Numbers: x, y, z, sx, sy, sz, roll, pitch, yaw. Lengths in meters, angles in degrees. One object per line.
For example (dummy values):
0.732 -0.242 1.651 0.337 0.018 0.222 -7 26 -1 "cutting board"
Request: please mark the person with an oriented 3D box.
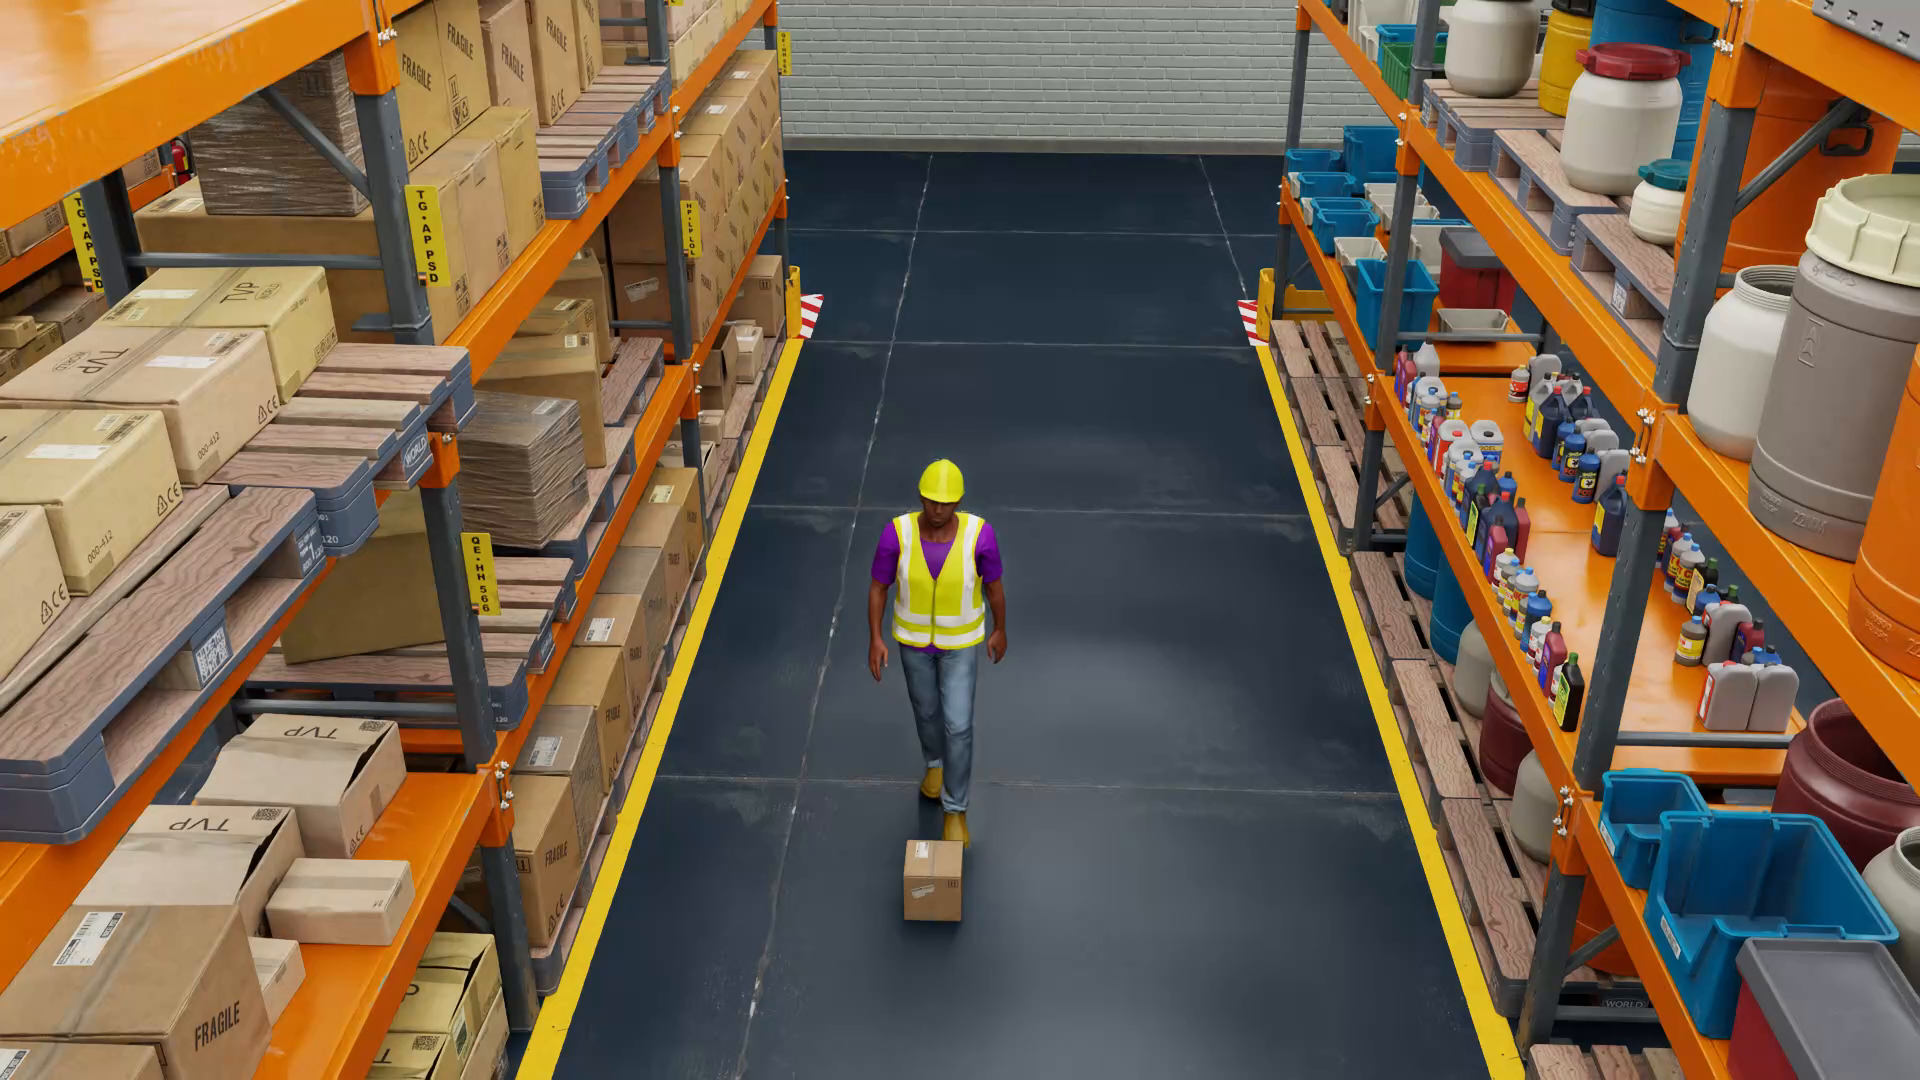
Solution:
-0.128 0.530 7.619 0.623 1.730 0.695 5 28 9 "person"
